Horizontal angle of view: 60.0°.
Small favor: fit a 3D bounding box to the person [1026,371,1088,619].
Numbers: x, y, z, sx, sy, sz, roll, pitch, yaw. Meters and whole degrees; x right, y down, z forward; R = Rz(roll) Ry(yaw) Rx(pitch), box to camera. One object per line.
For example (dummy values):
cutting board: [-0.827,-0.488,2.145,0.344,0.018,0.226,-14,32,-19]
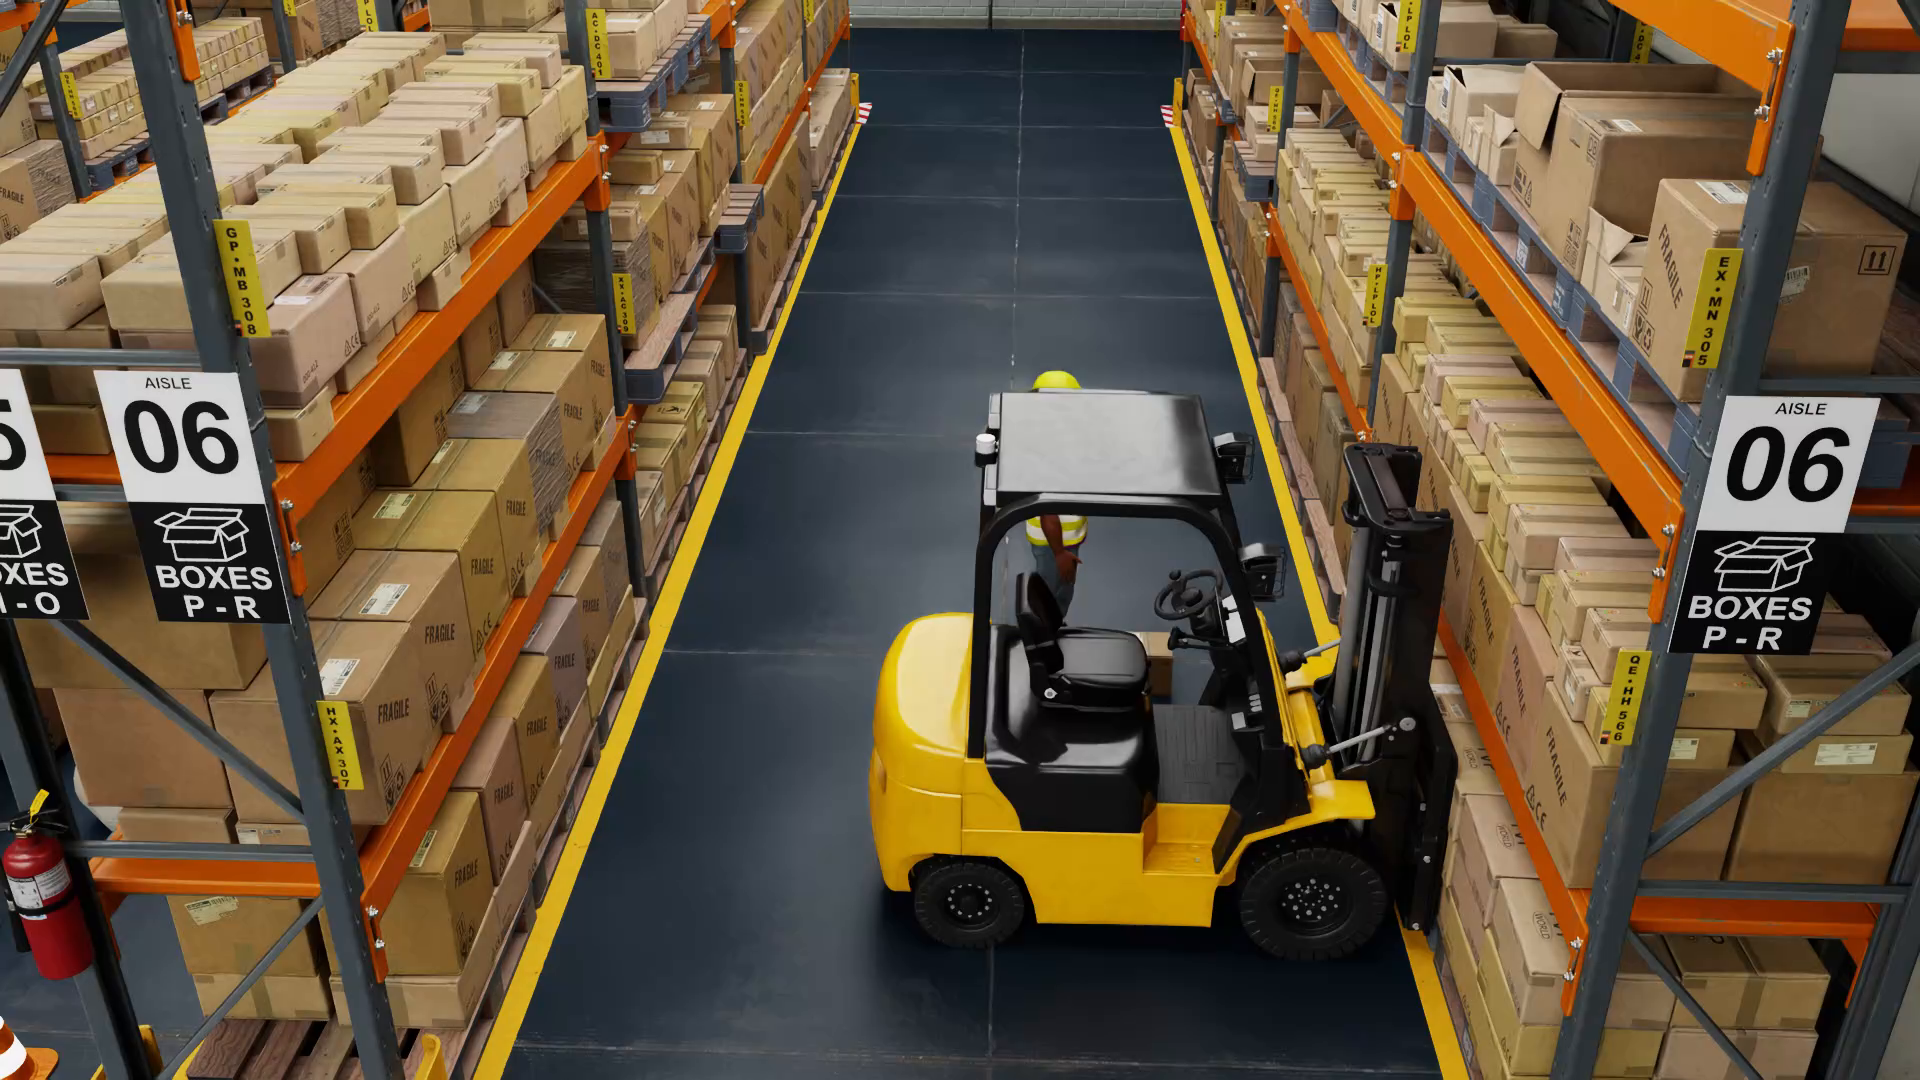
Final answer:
person: [0.509,-0.033,8.616,0.364,1.770,0.576,4,28,7]
